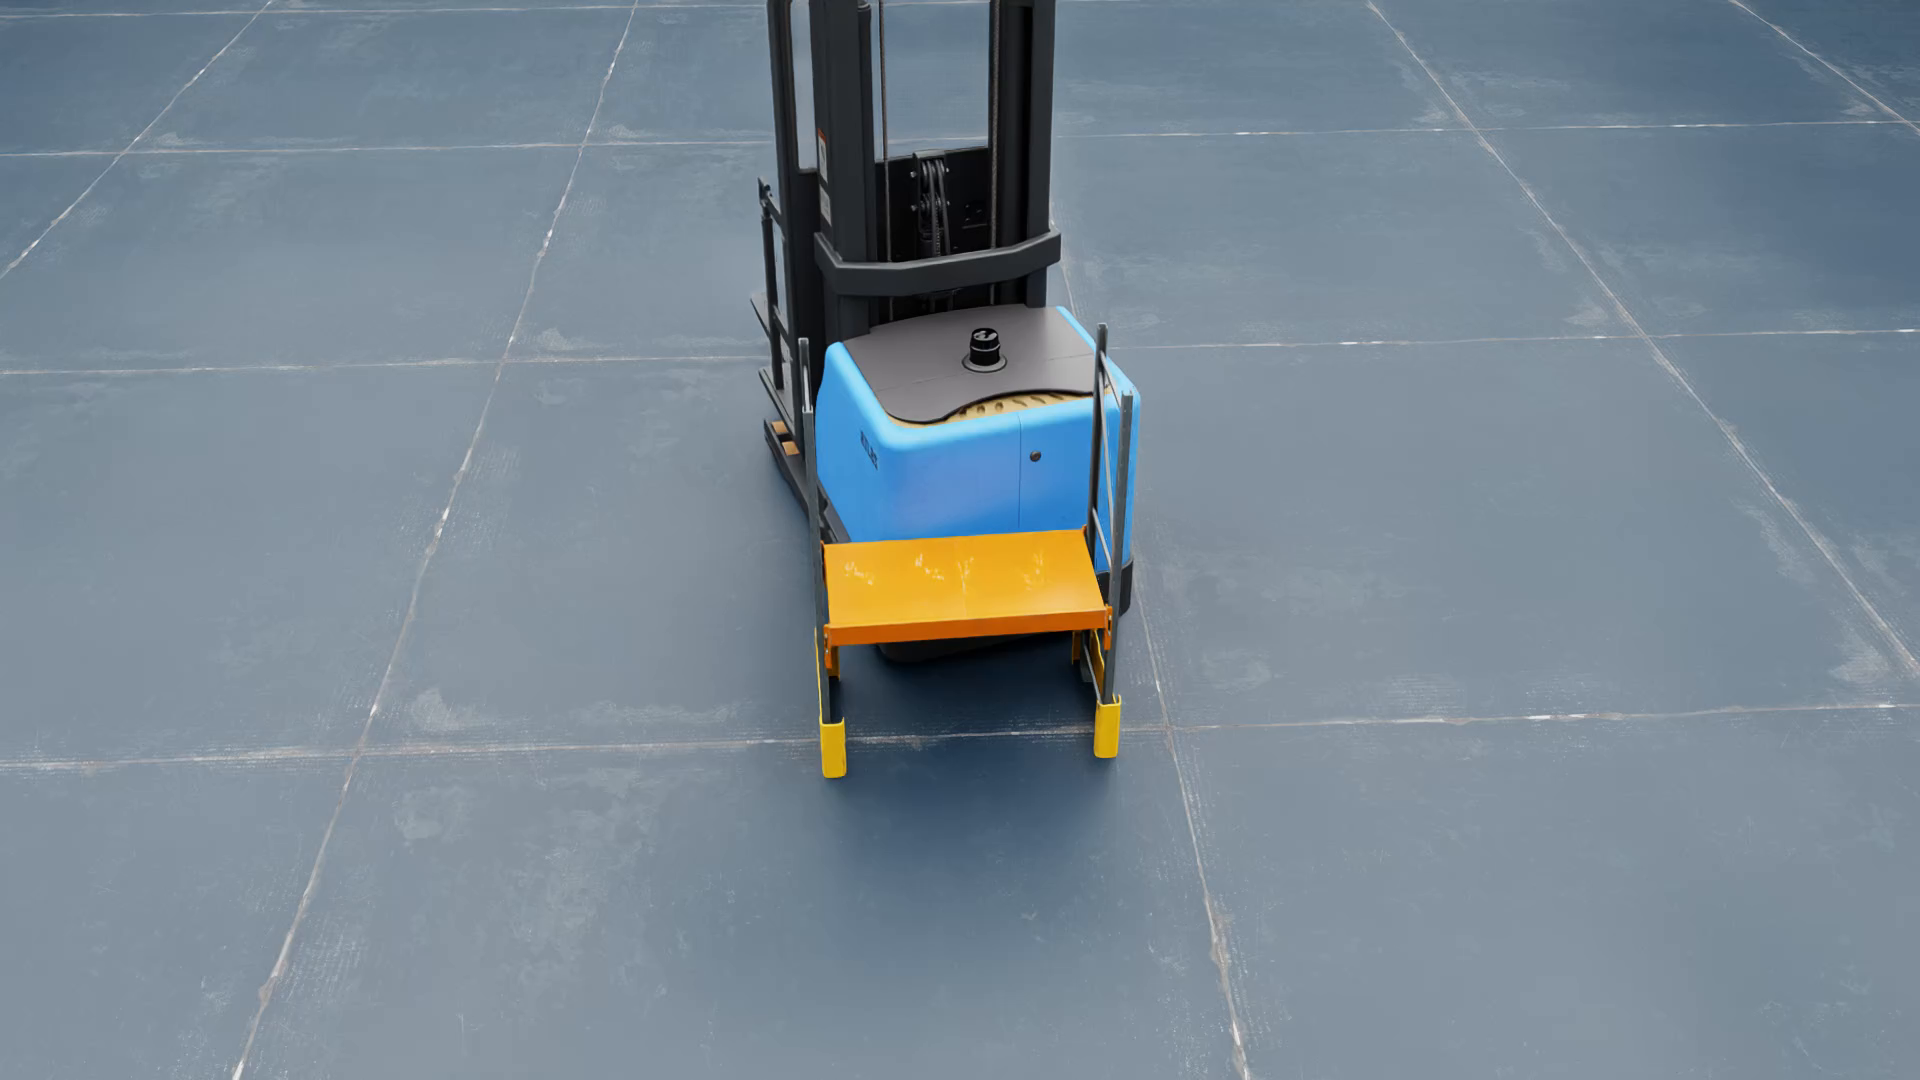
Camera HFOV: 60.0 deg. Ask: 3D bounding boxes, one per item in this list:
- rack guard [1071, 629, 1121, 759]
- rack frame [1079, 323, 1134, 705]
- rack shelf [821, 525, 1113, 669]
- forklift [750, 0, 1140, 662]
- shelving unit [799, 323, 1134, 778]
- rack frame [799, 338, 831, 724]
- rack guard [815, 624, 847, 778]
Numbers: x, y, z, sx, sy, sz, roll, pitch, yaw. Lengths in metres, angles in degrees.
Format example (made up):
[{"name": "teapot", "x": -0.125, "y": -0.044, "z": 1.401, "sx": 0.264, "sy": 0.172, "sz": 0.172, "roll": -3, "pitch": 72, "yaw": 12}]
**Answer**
[{"name": "rack guard", "x": 0.508, "y": 0.530, "z": 6.264, "sx": 0.087, "sy": 0.250, "sz": 0.587, "roll": -3, "pitch": 35, "yaw": -5}, {"name": "rack frame", "x": 0.510, "y": 0.016, "z": 5.908, "sx": 0.032, "sy": 1.500, "sz": 0.500, "roll": -3, "pitch": 35, "yaw": -5}, {"name": "rack shelf", "x": 0.004, "y": 0.195, "z": 5.966, "sx": 1.000, "sy": 0.185, "sz": 0.538, "roll": -3, "pitch": 35, "yaw": -5}, {"name": "forklift", "x": -0.278, "y": -1.566, "z": 6.938, "sx": 1.130, "sy": 2.935, "sz": 3.031, "roll": -11, "pitch": 36, "yaw": -16}, {"name": "shelving unit", "x": 0.013, "y": 0.047, "z": 5.864, "sx": 1.083, "sy": 1.500, "sz": 0.587, "roll": -3, "pitch": 35, "yaw": -5}, {"name": "rack frame", "x": -0.501, "y": 0.078, "z": 5.819, "sx": 0.032, "sy": 1.500, "sz": 0.500, "roll": -3, "pitch": 35, "yaw": -5}, {"name": "rack guard", "x": -0.482, "y": 0.591, "z": 6.176, "sx": 0.087, "sy": 0.250, "sz": 0.587, "roll": -3, "pitch": 35, "yaw": -5}]
